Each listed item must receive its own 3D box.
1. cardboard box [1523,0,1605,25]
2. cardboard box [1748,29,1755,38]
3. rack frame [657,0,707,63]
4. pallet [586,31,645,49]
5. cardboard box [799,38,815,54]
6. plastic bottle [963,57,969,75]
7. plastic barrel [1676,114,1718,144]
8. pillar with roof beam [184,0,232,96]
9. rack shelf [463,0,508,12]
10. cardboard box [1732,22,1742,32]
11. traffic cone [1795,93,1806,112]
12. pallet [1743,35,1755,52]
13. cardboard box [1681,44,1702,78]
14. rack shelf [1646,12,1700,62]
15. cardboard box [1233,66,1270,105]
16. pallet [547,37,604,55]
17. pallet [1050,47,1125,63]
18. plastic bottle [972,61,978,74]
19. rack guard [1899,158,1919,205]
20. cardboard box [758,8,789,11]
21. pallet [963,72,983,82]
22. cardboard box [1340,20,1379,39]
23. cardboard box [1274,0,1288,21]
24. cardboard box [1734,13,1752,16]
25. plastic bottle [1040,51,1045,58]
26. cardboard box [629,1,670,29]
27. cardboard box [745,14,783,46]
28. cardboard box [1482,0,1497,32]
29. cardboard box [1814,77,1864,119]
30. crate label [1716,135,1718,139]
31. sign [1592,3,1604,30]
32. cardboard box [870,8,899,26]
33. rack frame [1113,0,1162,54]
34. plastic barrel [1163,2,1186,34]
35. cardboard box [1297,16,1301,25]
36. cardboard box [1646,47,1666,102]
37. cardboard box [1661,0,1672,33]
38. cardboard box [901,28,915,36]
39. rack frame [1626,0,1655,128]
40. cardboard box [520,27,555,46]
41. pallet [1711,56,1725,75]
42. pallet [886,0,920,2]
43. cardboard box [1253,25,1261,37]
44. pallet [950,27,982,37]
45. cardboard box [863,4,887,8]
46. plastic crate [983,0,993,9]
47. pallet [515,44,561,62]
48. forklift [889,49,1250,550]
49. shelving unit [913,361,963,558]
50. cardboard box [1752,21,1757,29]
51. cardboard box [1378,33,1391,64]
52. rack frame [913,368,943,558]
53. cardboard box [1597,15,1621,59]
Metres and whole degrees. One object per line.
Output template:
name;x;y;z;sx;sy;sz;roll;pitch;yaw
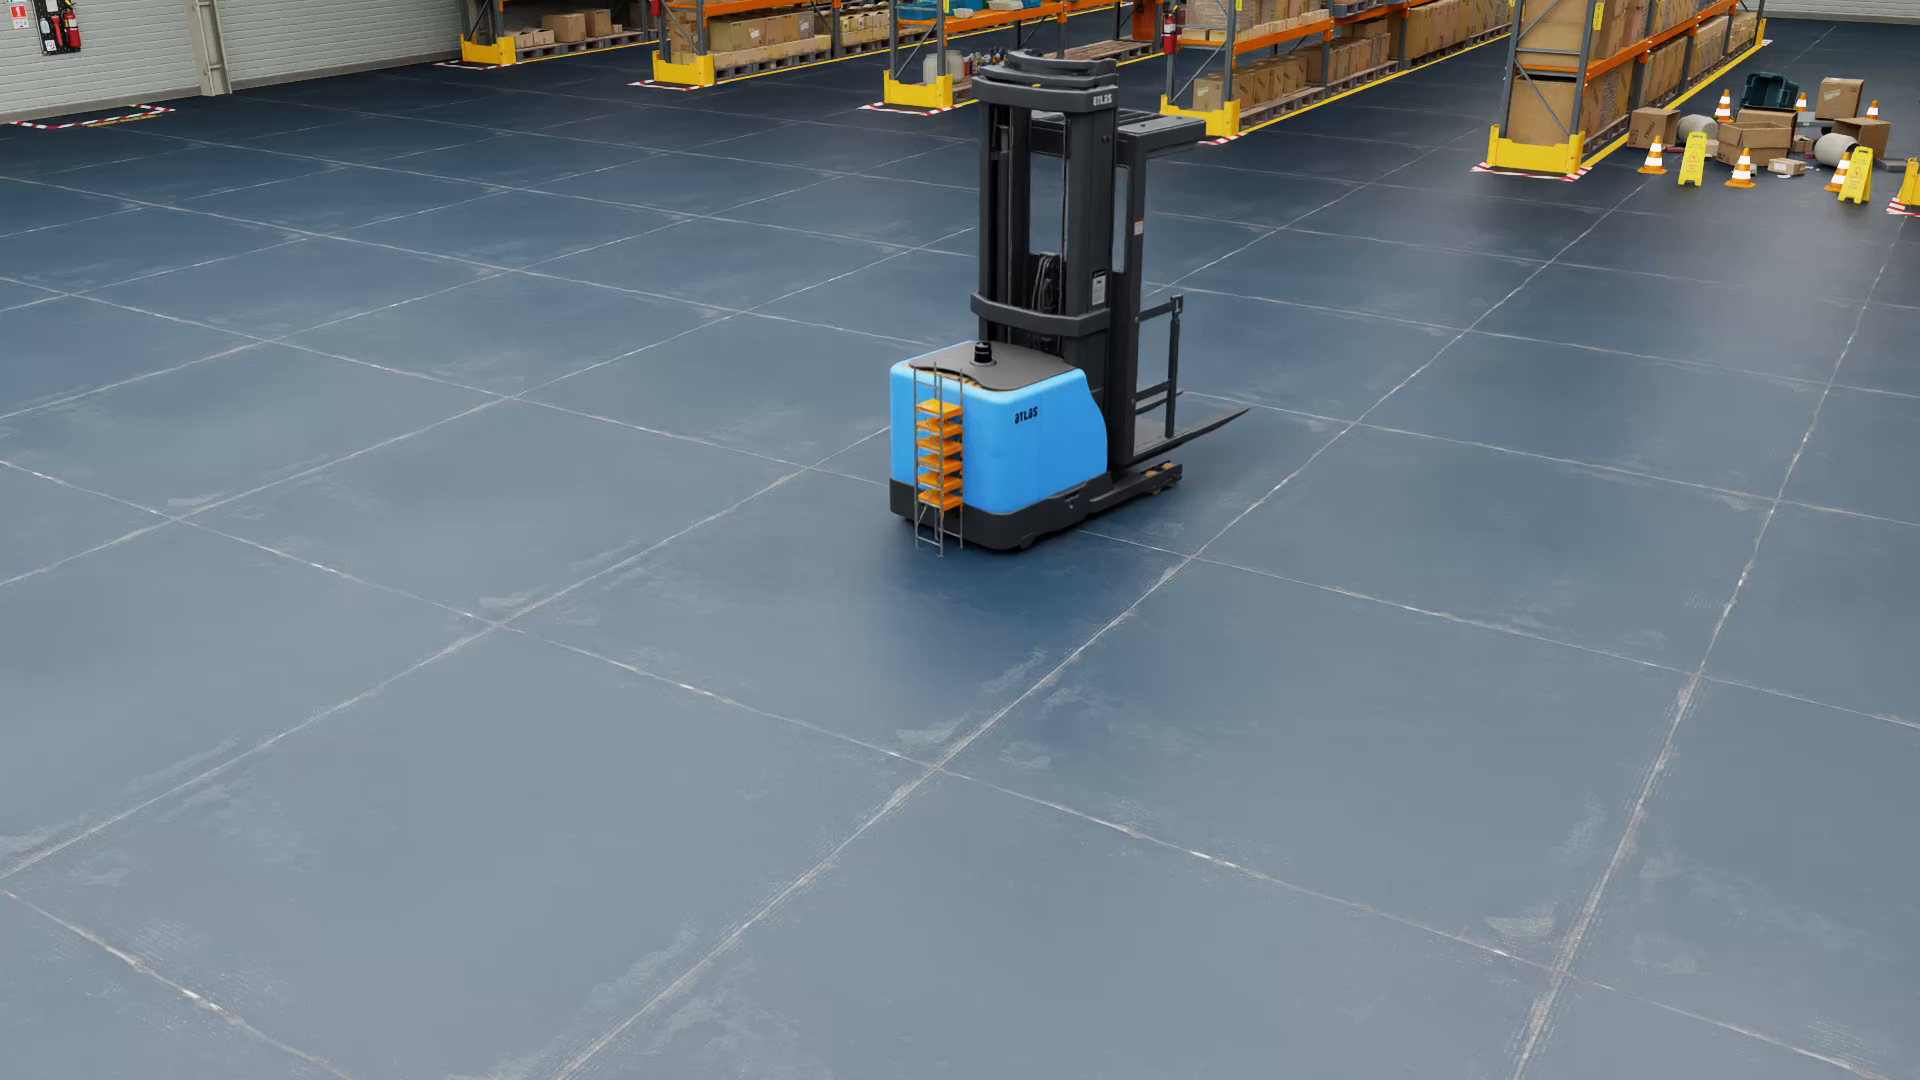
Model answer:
cardboard box;7.912;-7.057;21.728;0.875;0.550;0.550;14;27;29
cardboard box;15.973;-10.331;33.898;0.380;0.149;0.250;15;27;31
rack frame;-4.891;-9.527;28.980;1.000;3.000;0.127;14;27;29
pallet;-7.316;-10.400;34.507;1.003;0.211;1.213;14;27;29
cardboard box;-3.112;-9.438;31.709;0.500;0.250;0.500;14;27;29
plastic bottle;0.068;-8.230;28.861;0.152;0.276;0.135;14;27;29
plastic barrel;10.498;-5.839;23.705;0.421;0.421;0.512;-7;24;-17
pillar with roof beam;-8.975;-10.807;24.386;9.100;9.000;0.400;14;27;29
rack shelf;-8.046;-10.908;33.078;1.077;0.370;4.000;14;27;29
cardboard box;14.980;-9.994;32.371;0.380;0.149;0.250;15;27;30
traffic cone;12.820;-6.578;25.362;0.336;0.463;0.334;14;27;29
pallet;15.625;-10.204;34.055;1.003;0.211;1.213;14;27;29
cardboard box;12.493;-8.307;28.780;0.500;0.500;0.500;13;26;27
rack shelf;10.848;-8.071;26.523;1.077;0.370;4.000;14;27;29
cardboard box;4.499;-7.118;26.035;0.500;0.500;0.500;17;29;34
pallet;-7.958;-9.986;33.552;1.003;0.211;1.213;14;27;29
pallet;2.449;-9.244;31.838;1.003;0.211;1.213;14;27;29
plastic bottle;0.257;-8.223;28.938;0.097;0.201;0.097;0;23;0
rack guard;11.982;-4.251;19.941;1.175;0.500;0.348;14;27;29
cardboard box;-3.549;-9.890;31.809;0.500;0.500;0.500;14;27;29
pallet;0.393;-7.926;28.794;1.003;0.211;1.213;14;27;29
cardboard box;7.144;-9.135;29.724;0.500;0.250;0.500;17;29;35
cardboard box;4.572;-8.331;25.719;0.875;0.500;0.500;14;27;29
cardboard box;15.878;-10.629;33.838;0.380;0.149;0.250;14;27;30
plastic bottle;1.452;-8.561;29.616;0.061;0.283;0.133;15;28;32
cardboard box;-6.617;-11.220;35.485;0.700;0.500;0.500;15;28;31
cardboard box;-3.626;-9.442;30.773;0.500;0.500;0.500;14;27;29
cardboard box;10.744;-11.227;35.054;0.875;0.875;0.875;14;27;29
cardboard box;12.524;-6.286;23.688;0.500;0.500;0.500;14;27;29
crate label;10.802;-5.851;24.092;0.298;0.136;0.250;-3;24;-7
sign;8.152;-6.691;21.241;0.100;0.325;0.005;14;27;29
cardboard box;-1.542;-10.671;33.851;0.500;0.311;0.500;15;27;30
rack frame;3.535;-11.187;32.817;1.000;3.000;0.127;14;27;29
plastic barrel;4.374;-10.823;34.482;0.600;0.588;0.708;14;27;29
cardboard box;5.165;-8.231;26.304;0.380;0.149;0.250;14;27;29
cardboard box;10.557;-7.439;26.462;1.050;0.750;0.750;14;27;29
cardboard box;10.565;-8.063;25.475;0.500;0.500;0.500;14;27;29
cardboard box;-1.278;-10.585;34.358;0.500;0.250;0.500;15;27;30
rack frame;9.793;-7.726;24.821;1.000;3.000;0.127;14;27;29
cardboard box;-8.359;-9.938;32.762;0.500;0.311;0.500;16;28;33
pallet;13.604;-8.883;31.004;1.003;0.211;1.213;14;27;29
pallet;-1.661;-13.987;42.795;1.003;0.211;1.213;14;27;29
cardboard box;4.283;-7.631;24.917;0.380;0.149;0.250;14;27;29
pallet;-0.245;-11.191;36.335;1.003;0.211;1.213;14;27;29
cardboard box;-1.738;-10.949;34.493;0.500;0.311;0.500;13;27;28
plastic crate;0.469;-9.341;28.819;0.450;0.188;0.662;14;27;29
pallet;-8.603;-9.576;32.605;1.003;0.211;1.213;14;27;29
forklift;0.904;-1.782;11.177;1.130;2.935;3.031;20;31;39
shelving unit;-0.134;-0.495;10.383;0.258;1.200;0.189;20;31;39
cardboard box;16.087;-10.559;34.051;0.380;0.149;0.250;13;27;28
cardboard box;7.406;-8.974;30.296;0.700;0.500;0.500;12;26;26
rack frame;-0.196;-0.468;10.322;0.240;1.200;0.006;20;31;39
cardboard box;8.514;-6.932;22.799;0.875;0.550;0.550;14;27;29
